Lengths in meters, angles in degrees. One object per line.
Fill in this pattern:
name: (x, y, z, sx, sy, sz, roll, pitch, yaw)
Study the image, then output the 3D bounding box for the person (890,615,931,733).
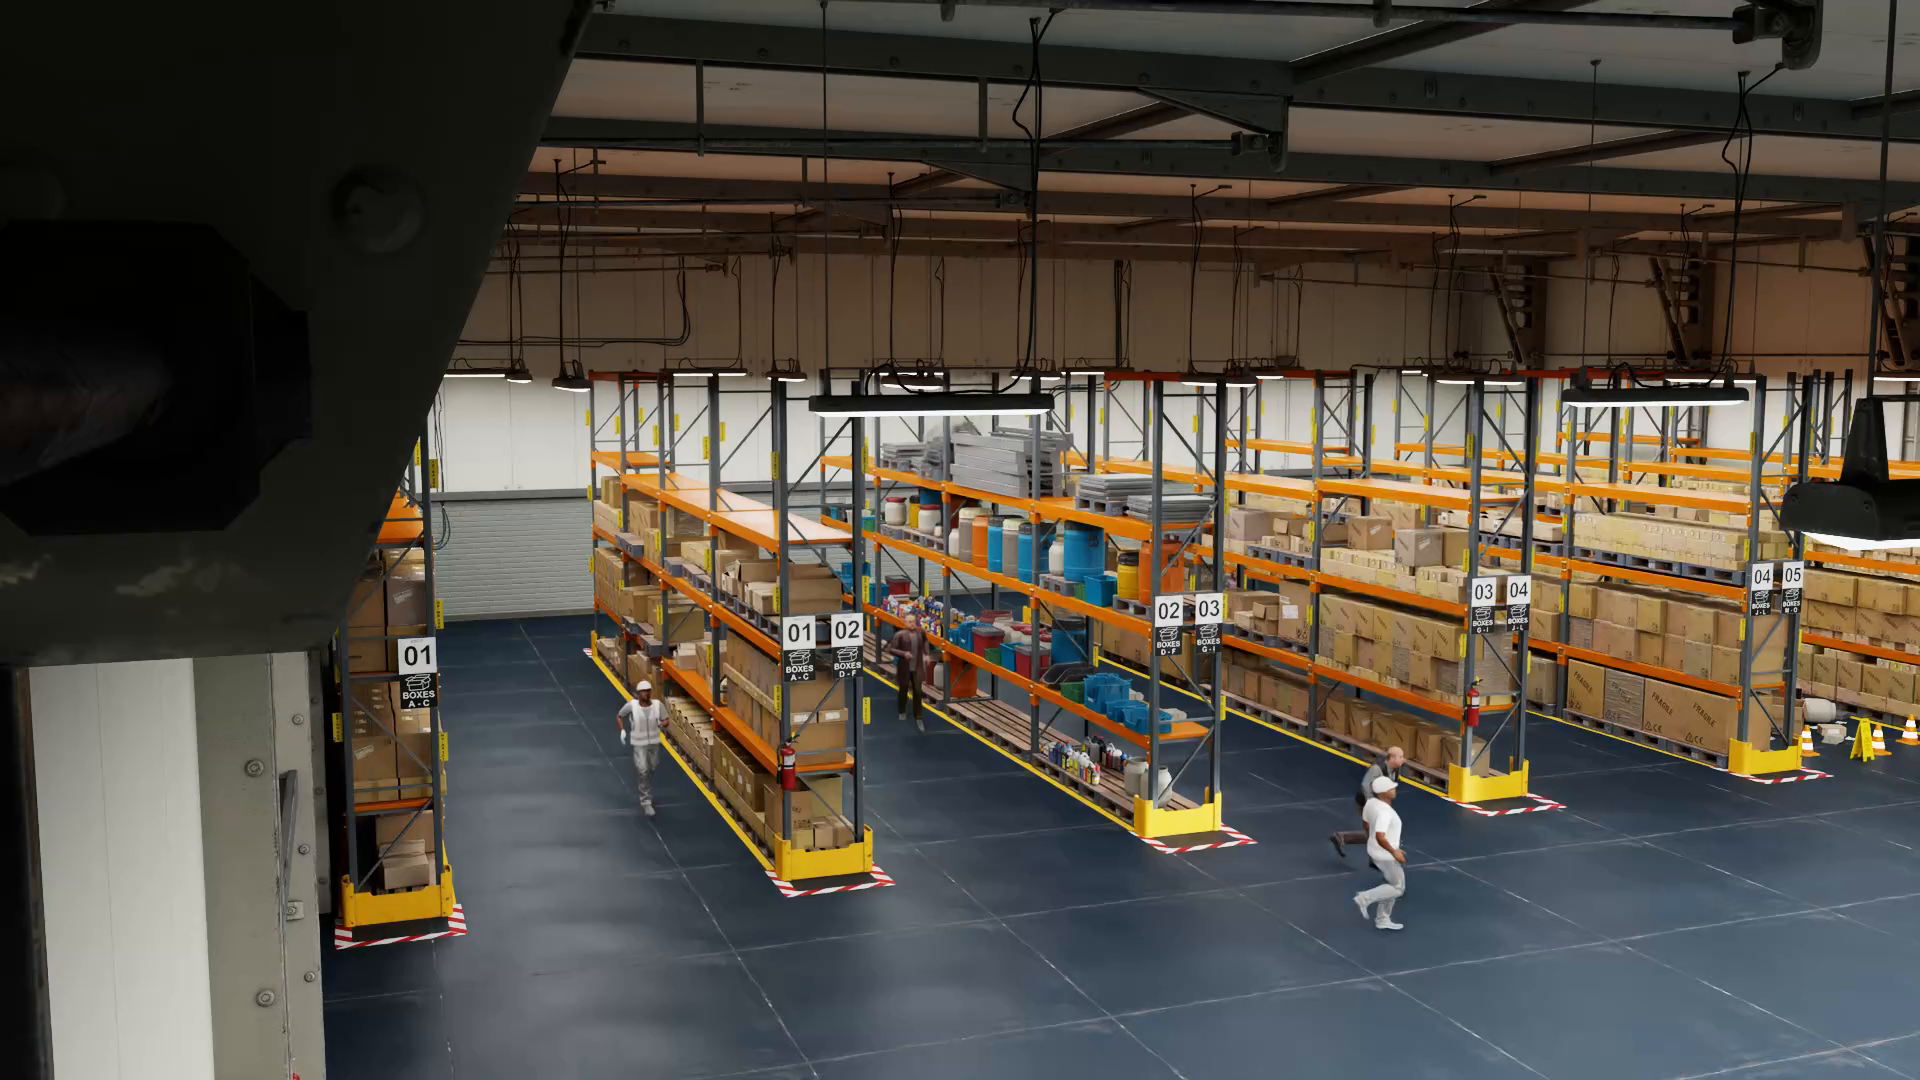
person: (-0.800, 2.150, 27.126, 0.740, 1.895, 0.814, -2, 7, -18)

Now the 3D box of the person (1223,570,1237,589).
person: (6.109, 1.482, 36.986, 0.525, 1.482, 0.562, -2, 7, -16)

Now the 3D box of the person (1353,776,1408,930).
person: (4.609, 3.447, 18.296, 0.592, 1.726, 0.702, 0, 6, -2)

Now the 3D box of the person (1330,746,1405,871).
person: (5.026, 3.277, 20.520, 0.927, 1.586, 0.672, 5, 8, 37)

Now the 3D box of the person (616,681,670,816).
person: (-4.366, 2.841, 23.105, 0.675, 1.793, 0.959, -4, 7, -29)
